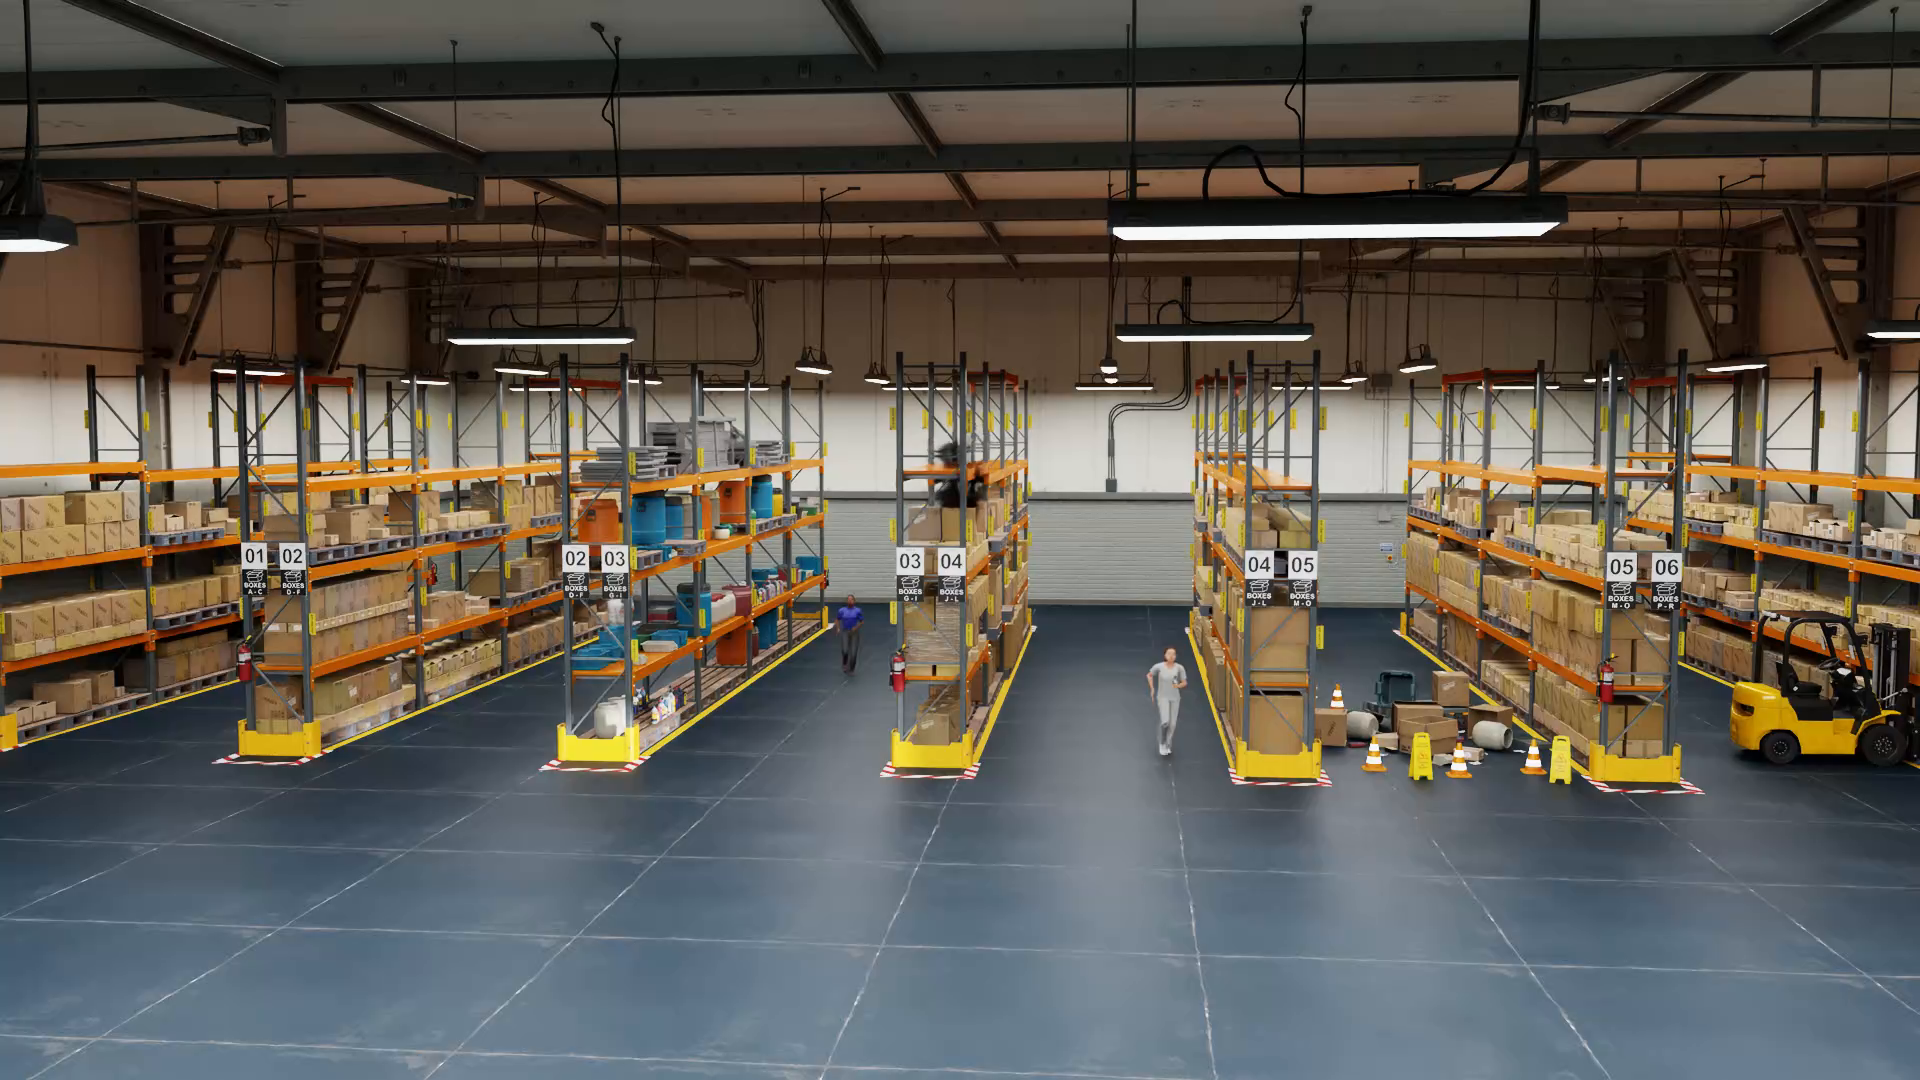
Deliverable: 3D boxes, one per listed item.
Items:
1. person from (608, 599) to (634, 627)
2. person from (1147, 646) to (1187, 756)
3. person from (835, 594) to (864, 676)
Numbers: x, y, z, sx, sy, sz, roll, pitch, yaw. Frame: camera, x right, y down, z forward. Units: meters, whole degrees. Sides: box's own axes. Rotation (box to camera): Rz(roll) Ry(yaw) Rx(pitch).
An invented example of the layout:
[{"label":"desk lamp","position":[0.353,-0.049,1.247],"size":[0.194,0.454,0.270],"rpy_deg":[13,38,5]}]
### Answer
[{"label":"person","position":[-7.059,1.745,34.551],"size":[0.617,1.712,0.673],"rpy_deg":[0,4,5]},{"label":"person","position":[3.110,2.398,24.818],"size":[0.552,1.639,0.613],"rpy_deg":[0,4,-4]},{"label":"person","position":[-2.167,1.875,32.574],"size":[0.560,1.610,0.562],"rpy_deg":[0,4,-5]}]
